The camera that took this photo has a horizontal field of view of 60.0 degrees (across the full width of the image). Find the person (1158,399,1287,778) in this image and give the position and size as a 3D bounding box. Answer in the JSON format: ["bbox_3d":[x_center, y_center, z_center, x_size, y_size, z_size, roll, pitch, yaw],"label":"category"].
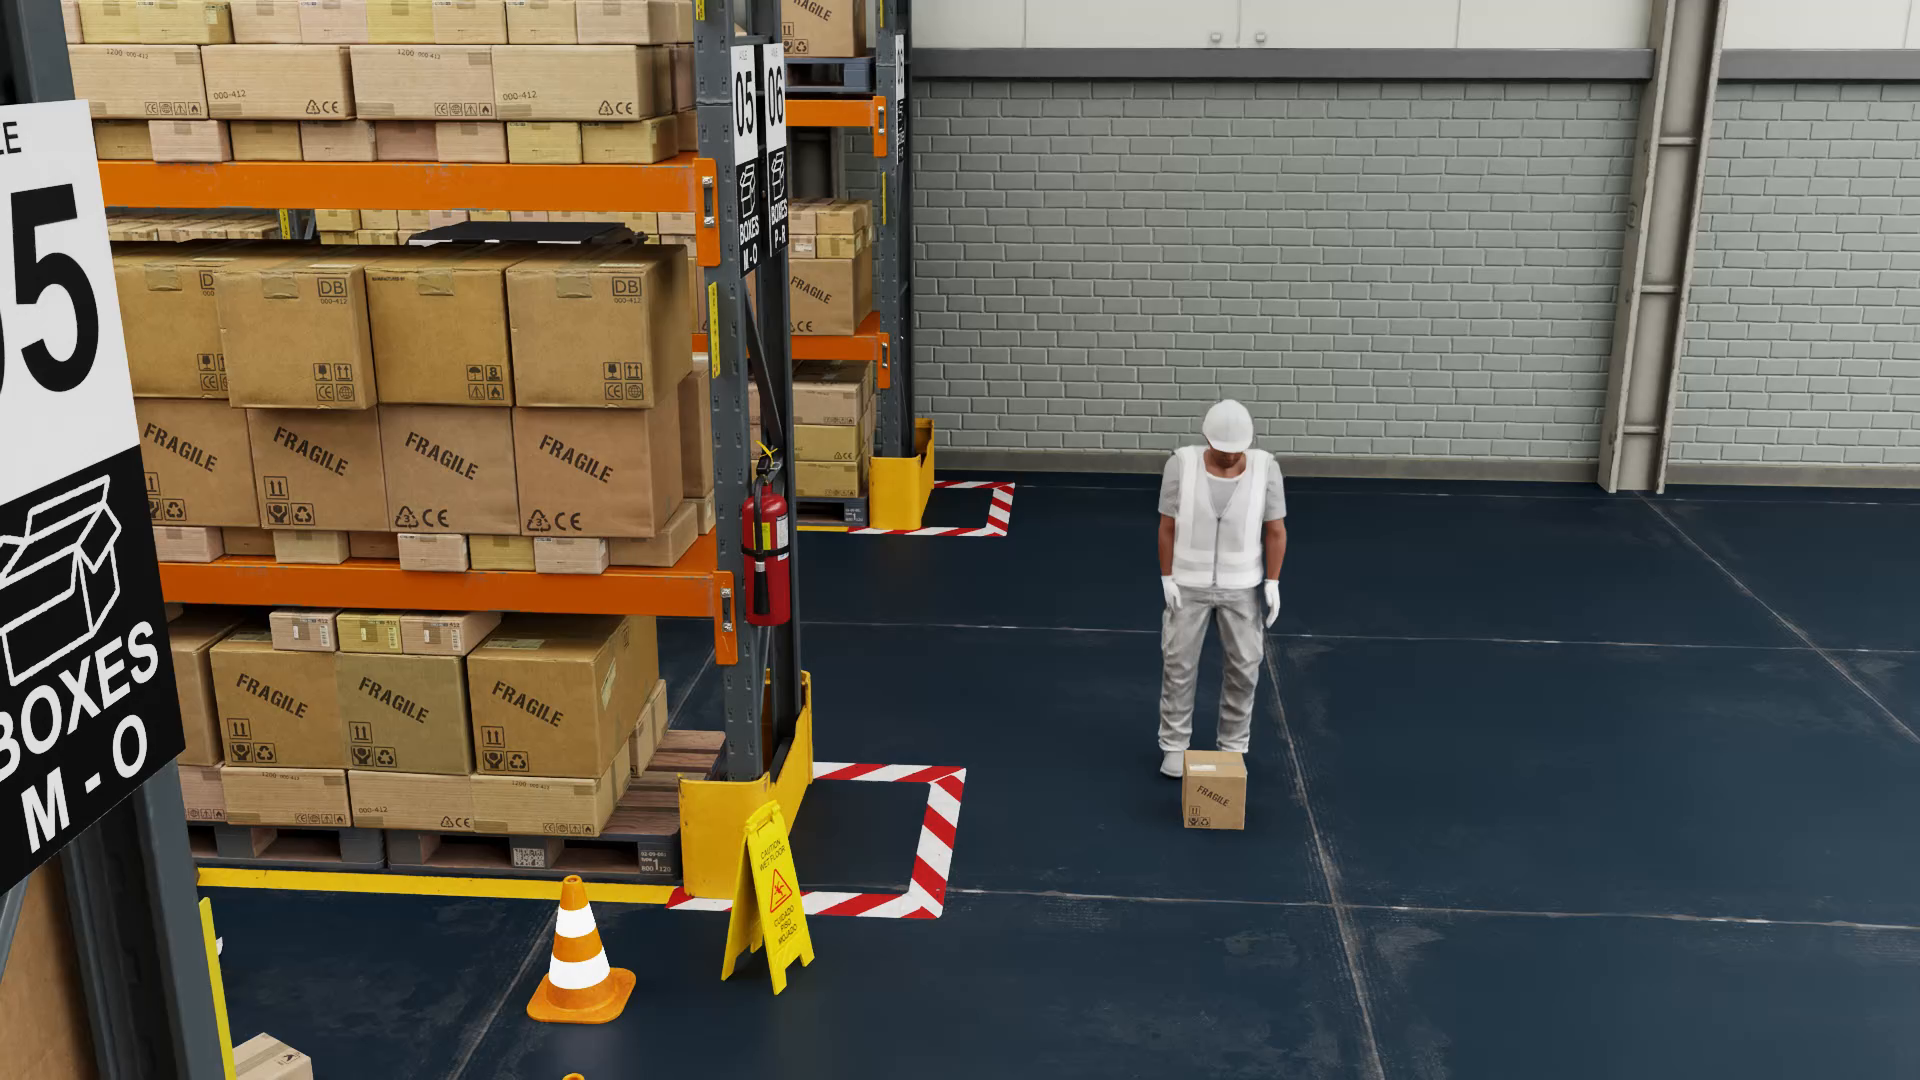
[{"bbox_3d":[1.151,0.215,7.387,0.566,1.748,0.427,2,17,6],"label":"person"}]
